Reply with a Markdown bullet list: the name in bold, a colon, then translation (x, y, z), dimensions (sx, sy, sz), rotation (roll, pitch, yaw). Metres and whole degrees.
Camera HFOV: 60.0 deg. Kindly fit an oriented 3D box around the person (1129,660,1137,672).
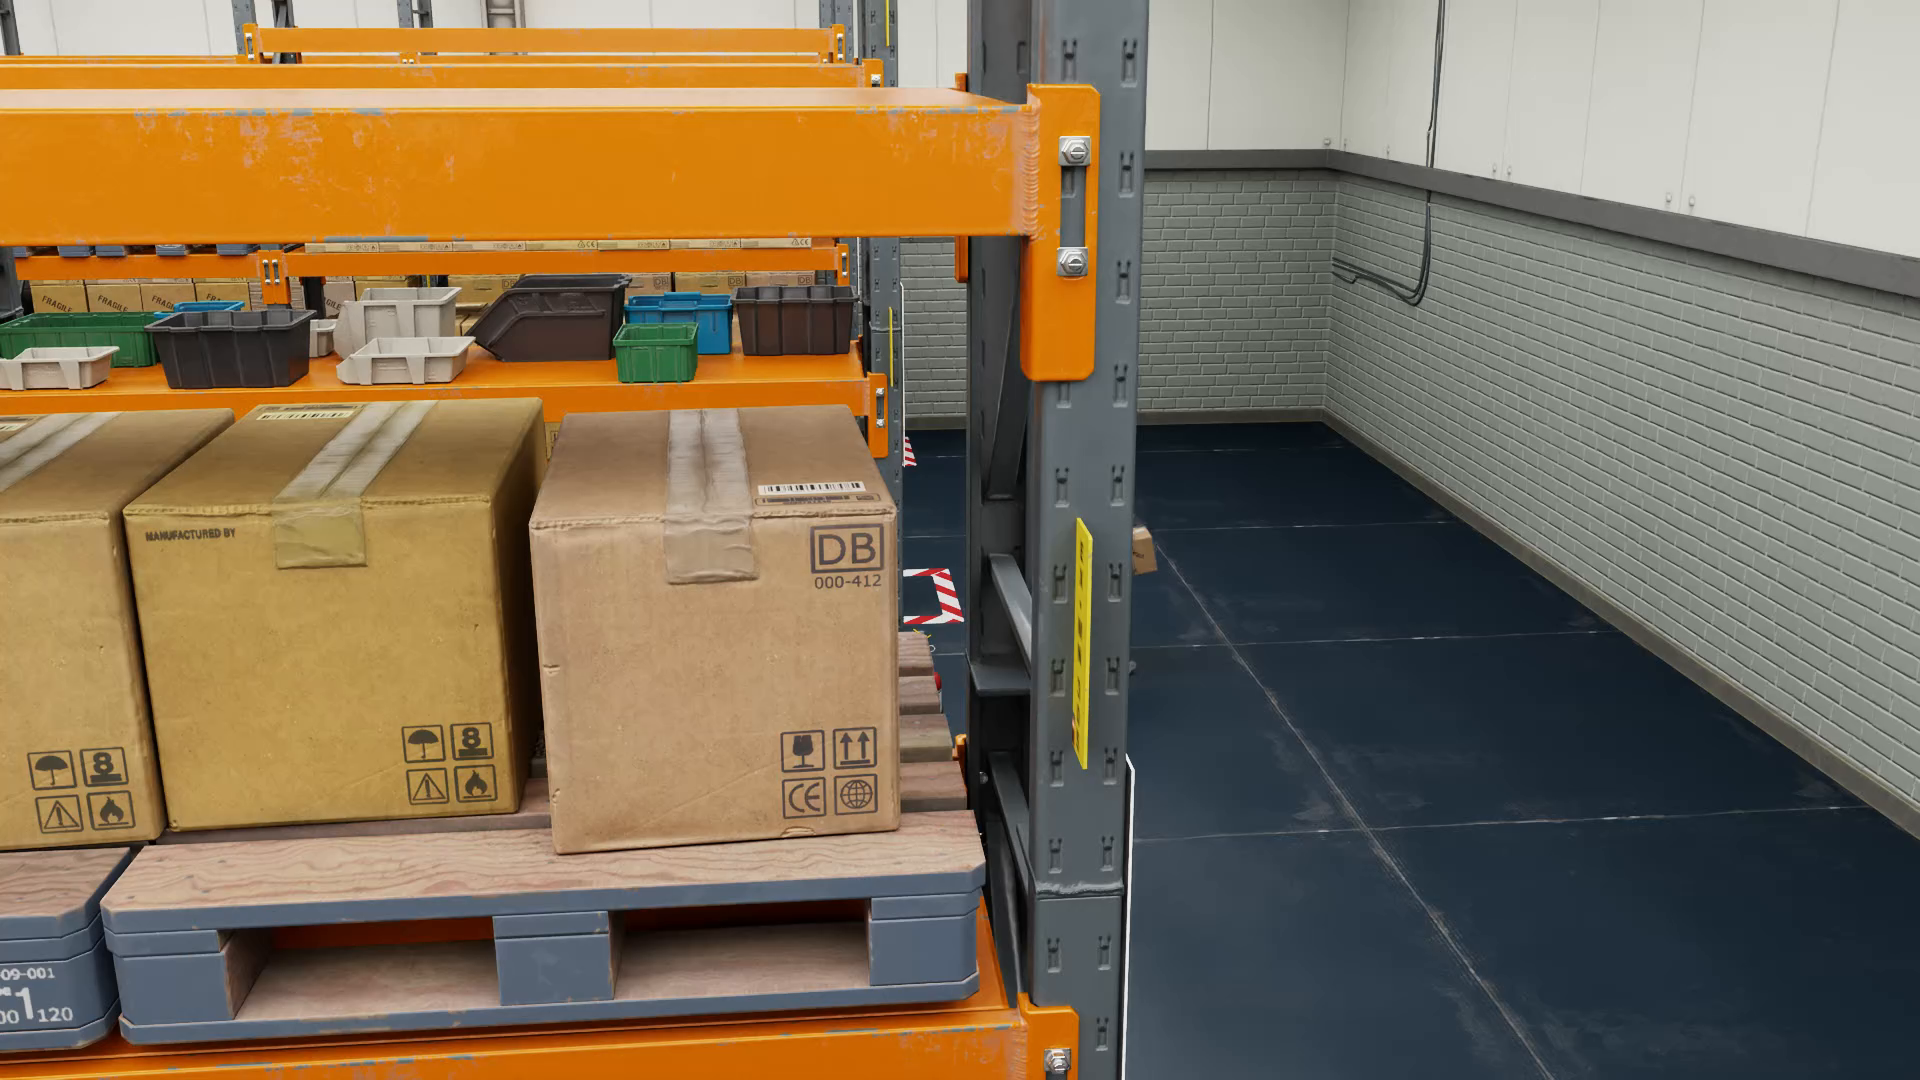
- **person**: translation (0.937, 0.006, 11.515), dimensions (0.469, 1.784, 0.603), rotation (-6, 18, -20)
